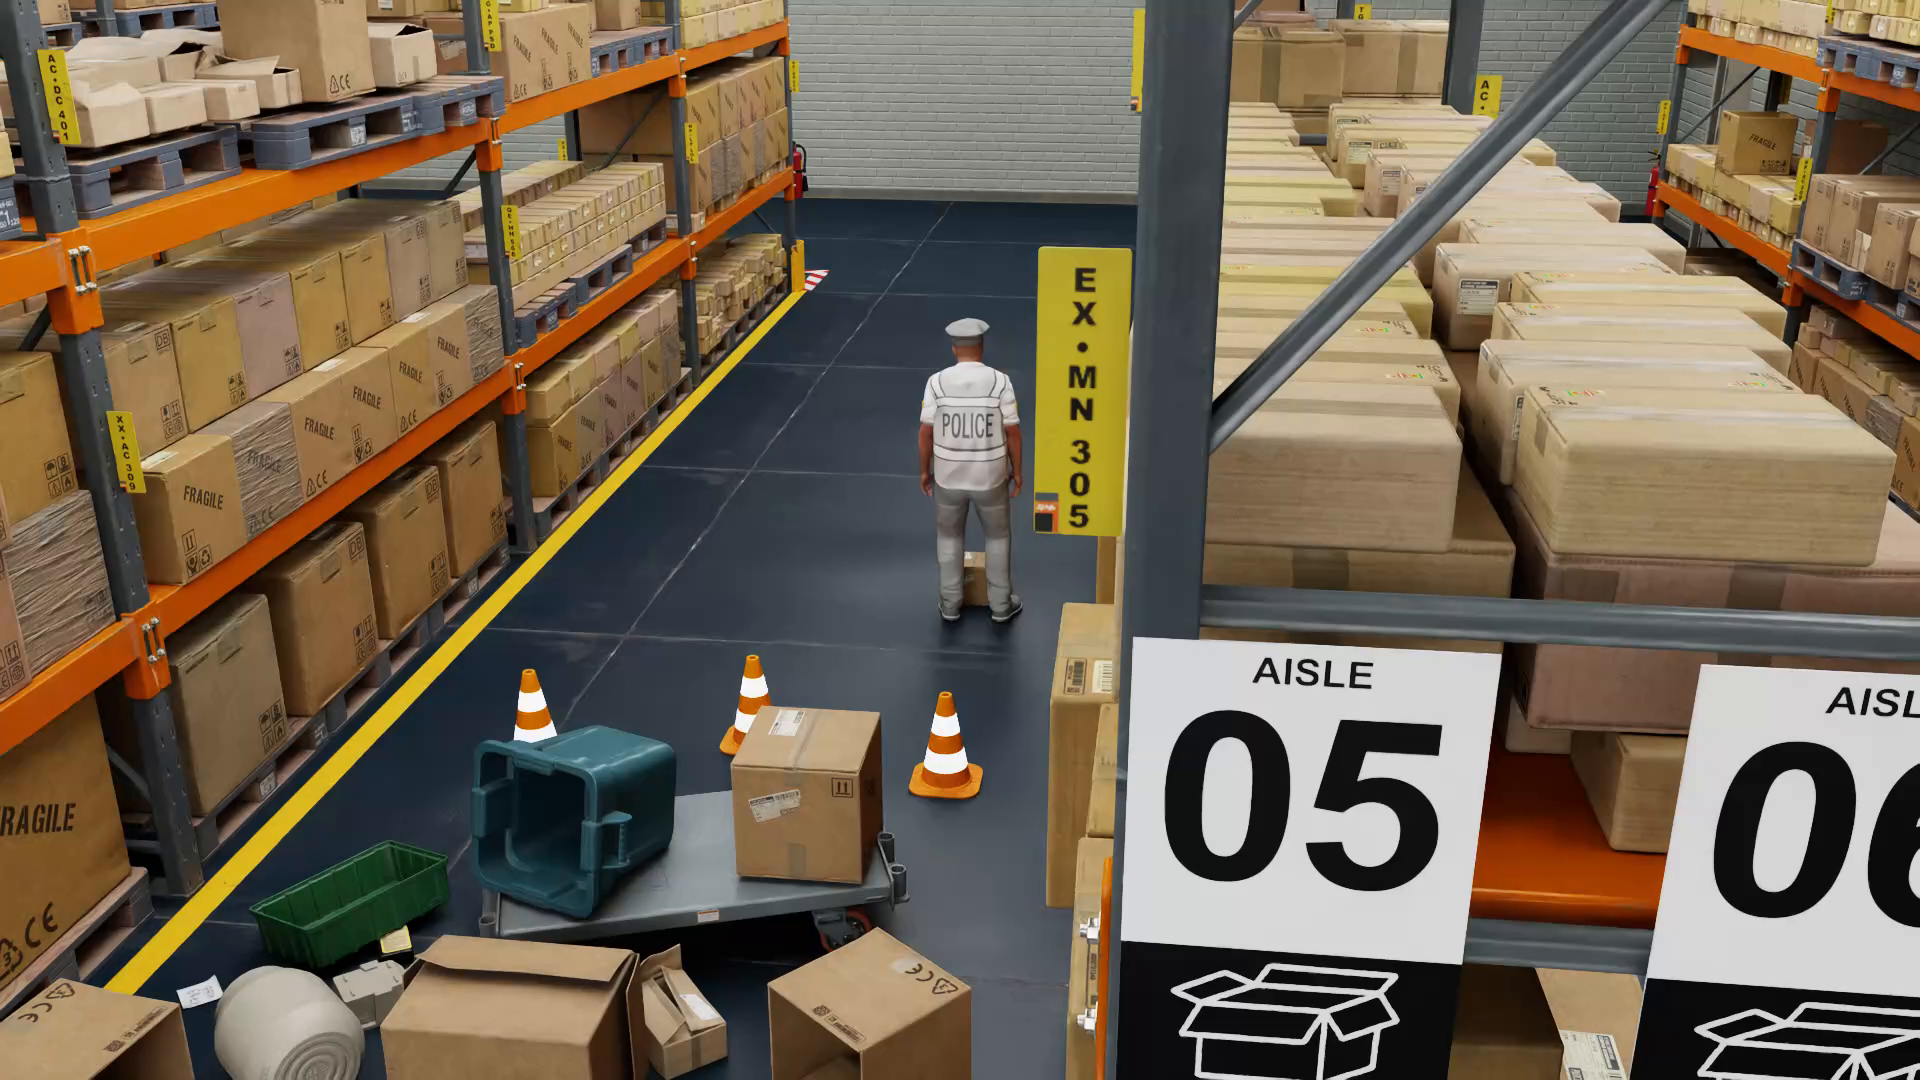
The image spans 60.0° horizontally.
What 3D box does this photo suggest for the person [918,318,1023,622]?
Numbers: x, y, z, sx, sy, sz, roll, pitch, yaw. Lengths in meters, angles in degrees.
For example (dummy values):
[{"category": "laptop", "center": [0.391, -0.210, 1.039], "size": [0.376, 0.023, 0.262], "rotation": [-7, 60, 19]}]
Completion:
[{"category": "person", "center": [0.062, -0.370, 9.533], "size": [0.599, 1.748, 0.431], "rotation": [2, 21, 5]}]
